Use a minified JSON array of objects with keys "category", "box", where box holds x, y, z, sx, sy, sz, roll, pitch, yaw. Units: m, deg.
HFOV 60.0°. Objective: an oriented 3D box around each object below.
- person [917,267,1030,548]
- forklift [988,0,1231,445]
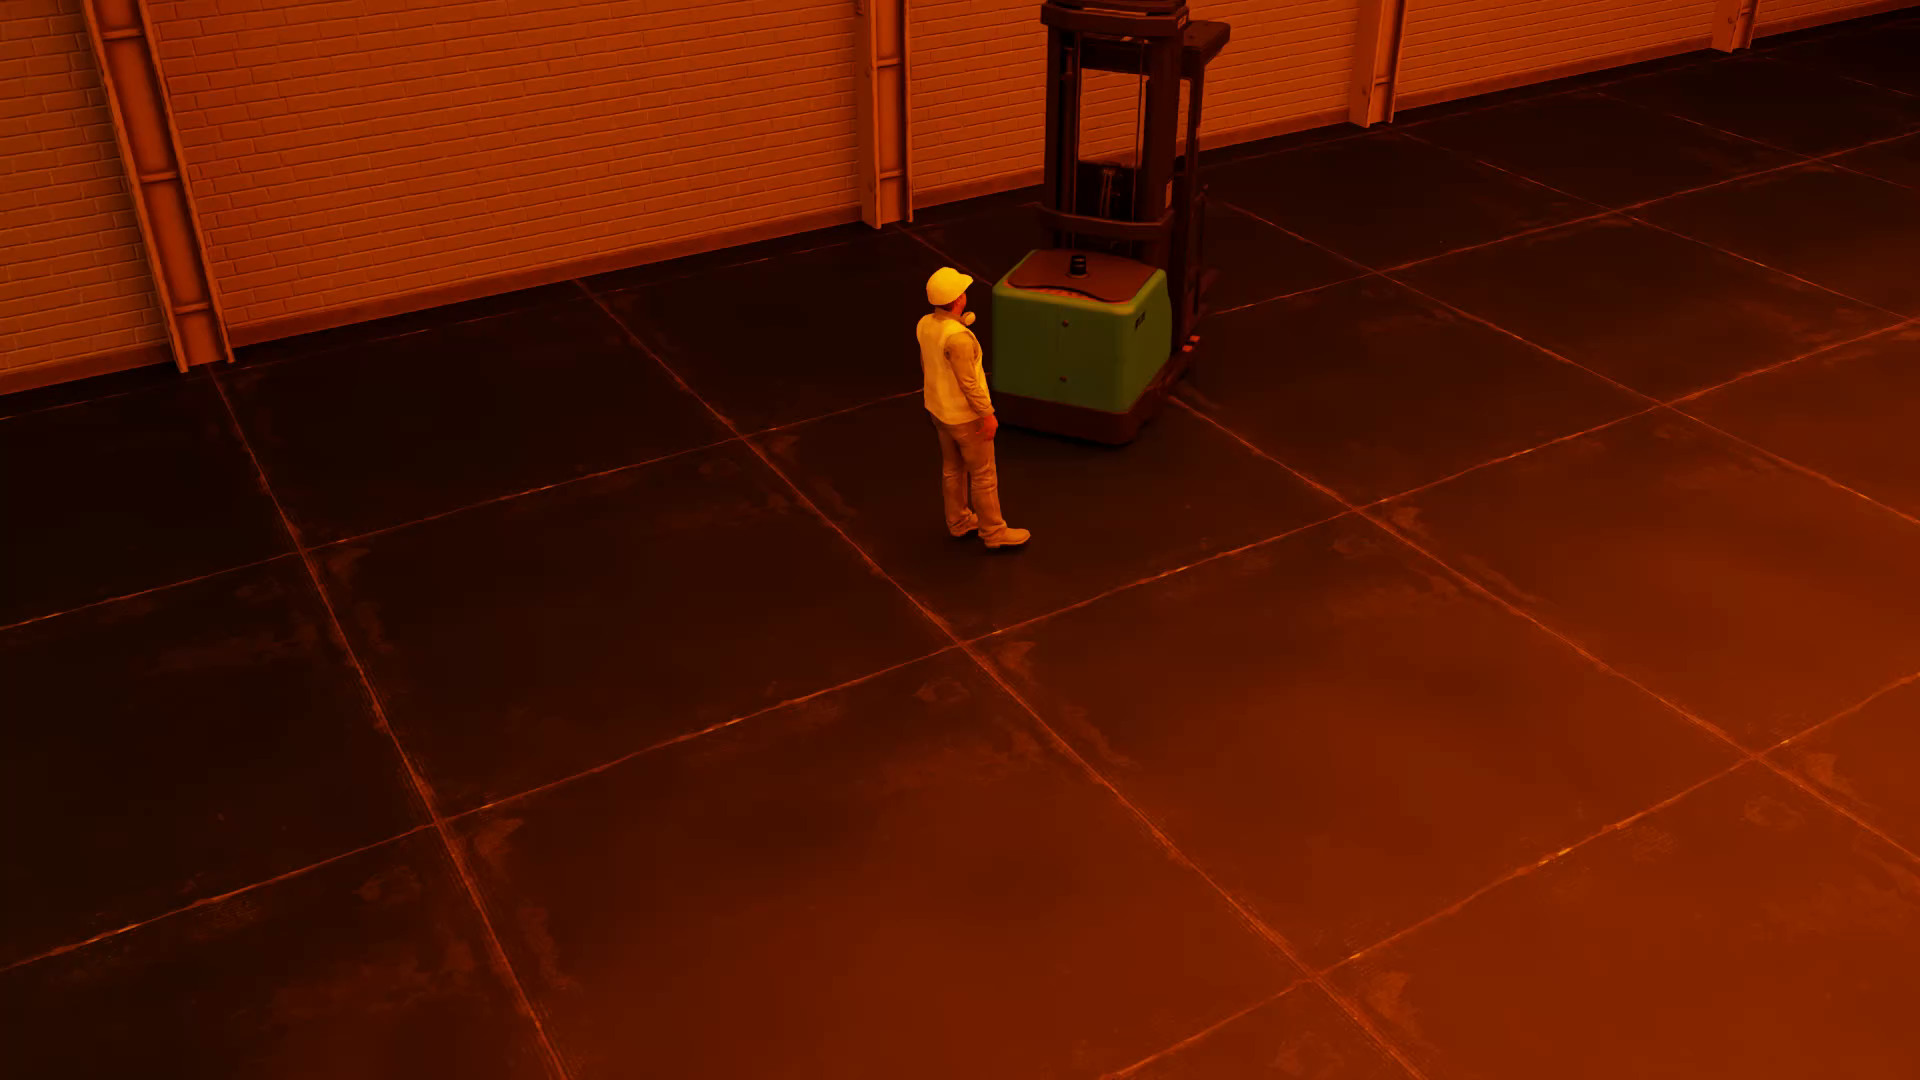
[{"category":"person","box":[0.058,-0.816,10.042,0.566,1.775,0.633,-17,35,-26]},{"category":"forklift","box":[1.243,-2.656,12.083,1.130,2.935,3.031,12,33,20]}]
